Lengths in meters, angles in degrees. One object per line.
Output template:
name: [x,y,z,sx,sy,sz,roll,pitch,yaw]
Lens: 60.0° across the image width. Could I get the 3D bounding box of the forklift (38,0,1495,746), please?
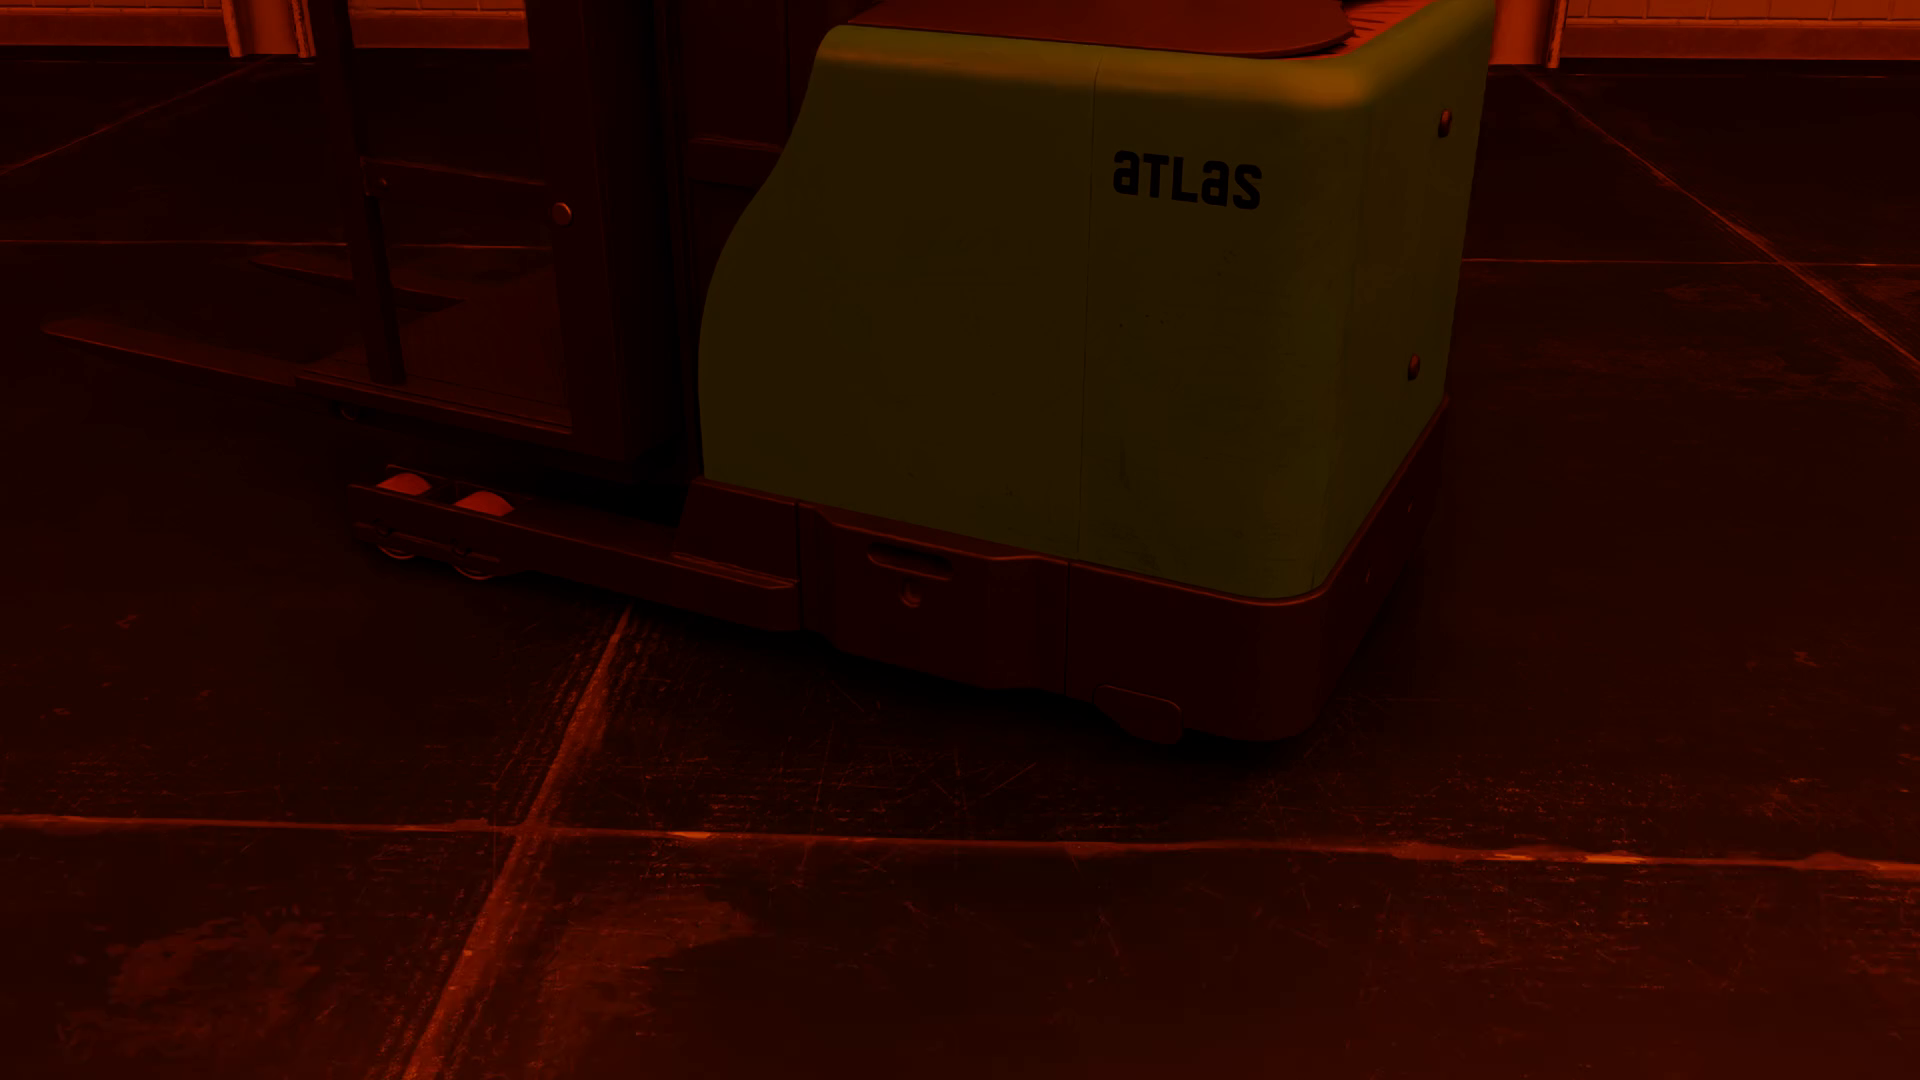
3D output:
forklift: [-0.614,-1.432,2.922,3.031,2.935,1.130,12,29,24]
